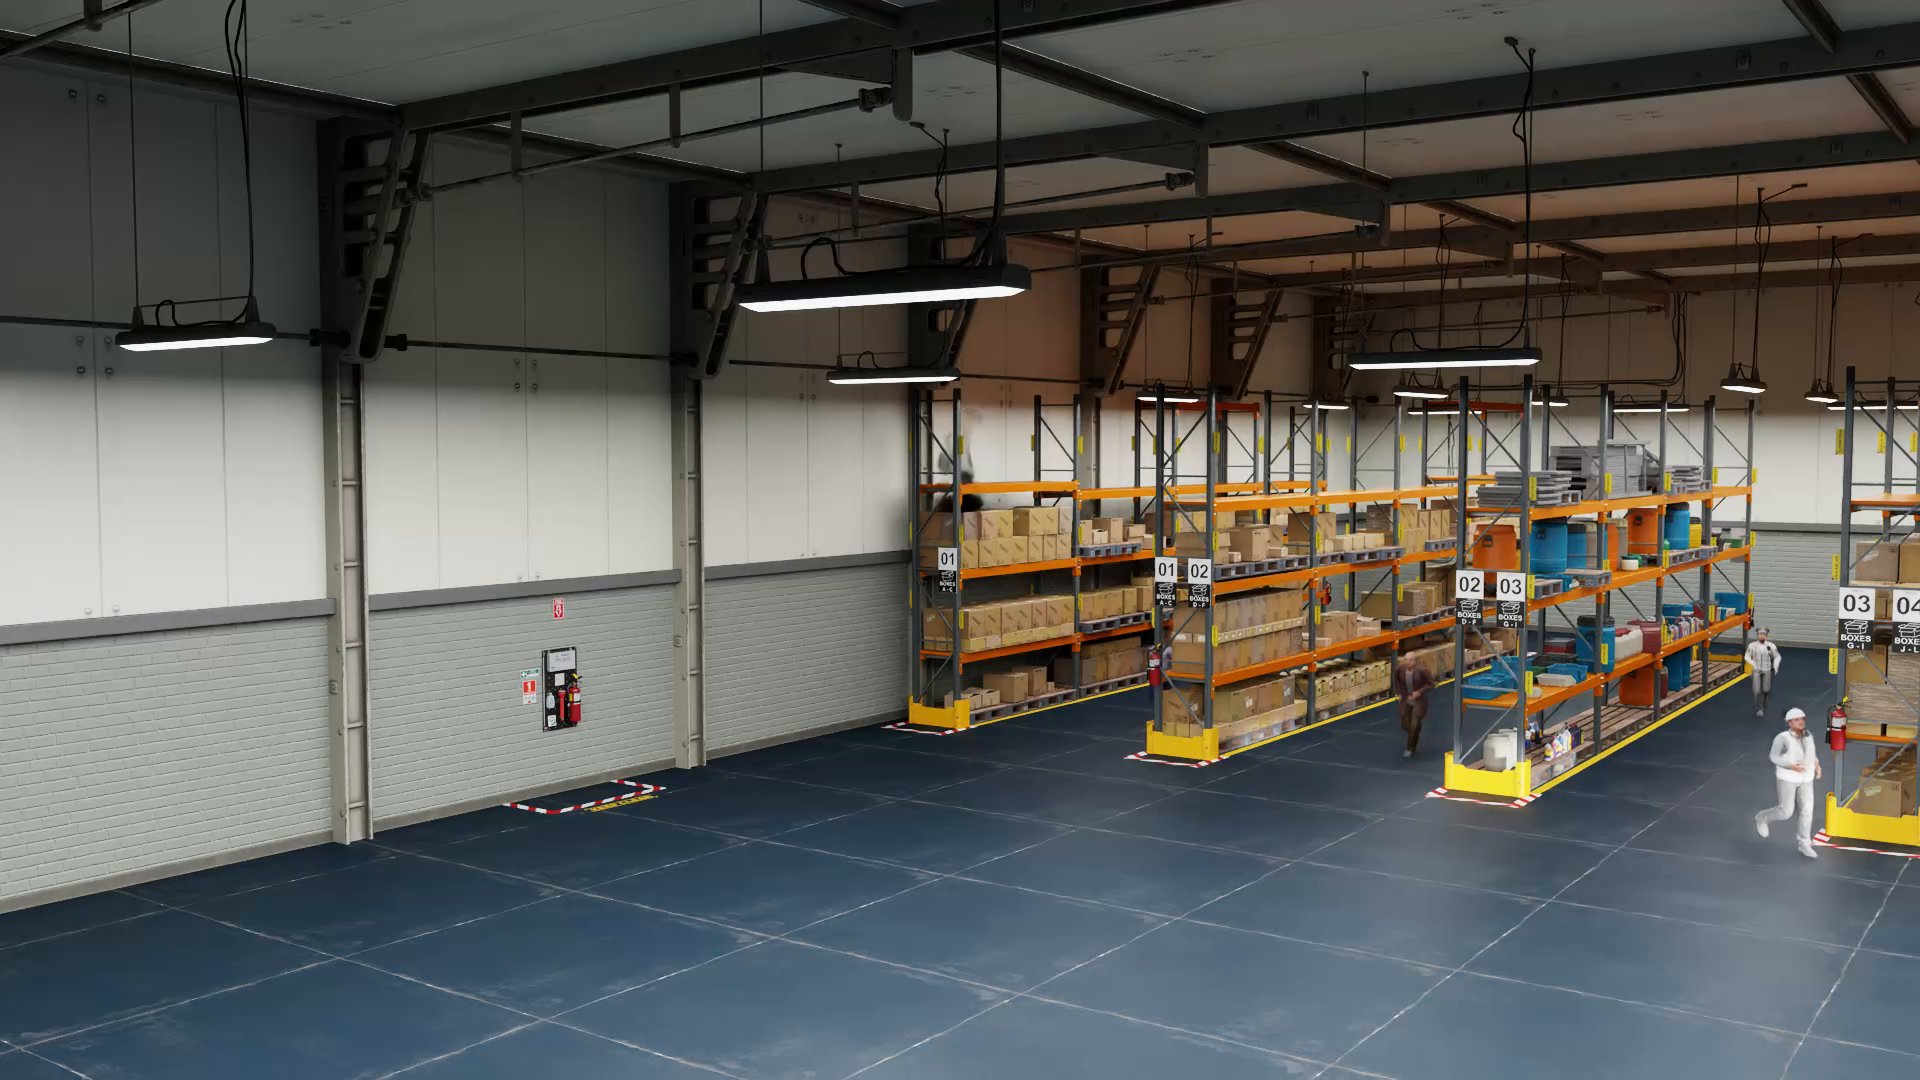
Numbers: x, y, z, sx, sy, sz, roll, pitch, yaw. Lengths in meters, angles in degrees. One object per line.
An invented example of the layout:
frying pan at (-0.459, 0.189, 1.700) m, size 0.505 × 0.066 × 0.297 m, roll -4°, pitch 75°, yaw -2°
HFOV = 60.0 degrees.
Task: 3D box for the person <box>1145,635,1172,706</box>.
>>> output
person at (3.600, 2.485, 30.140) m, size 0.600 × 1.608 × 0.538 m, roll 2°, pitch 4°, yaw 30°

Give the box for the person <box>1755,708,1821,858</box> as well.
person at (10.294, 2.955, 20.551) m, size 0.671 × 1.776 × 0.904 m, roll 0°, pitch 3°, yaw -9°

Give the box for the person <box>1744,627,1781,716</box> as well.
person at (14.849, 2.431, 30.788) m, size 0.612 × 1.653 × 0.548 m, roll 2°, pitch 4°, yaw 28°

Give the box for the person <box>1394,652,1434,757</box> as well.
person at (7.318, 2.638, 26.831) m, size 0.701 × 1.711 × 0.794 m, roll 2°, pitch 4°, yaw 31°

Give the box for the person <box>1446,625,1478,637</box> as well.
person at (12.661, 1.785, 41.427) m, size 0.672 × 1.754 × 0.935 m, roll -3°, pitch 4°, yaw -39°
